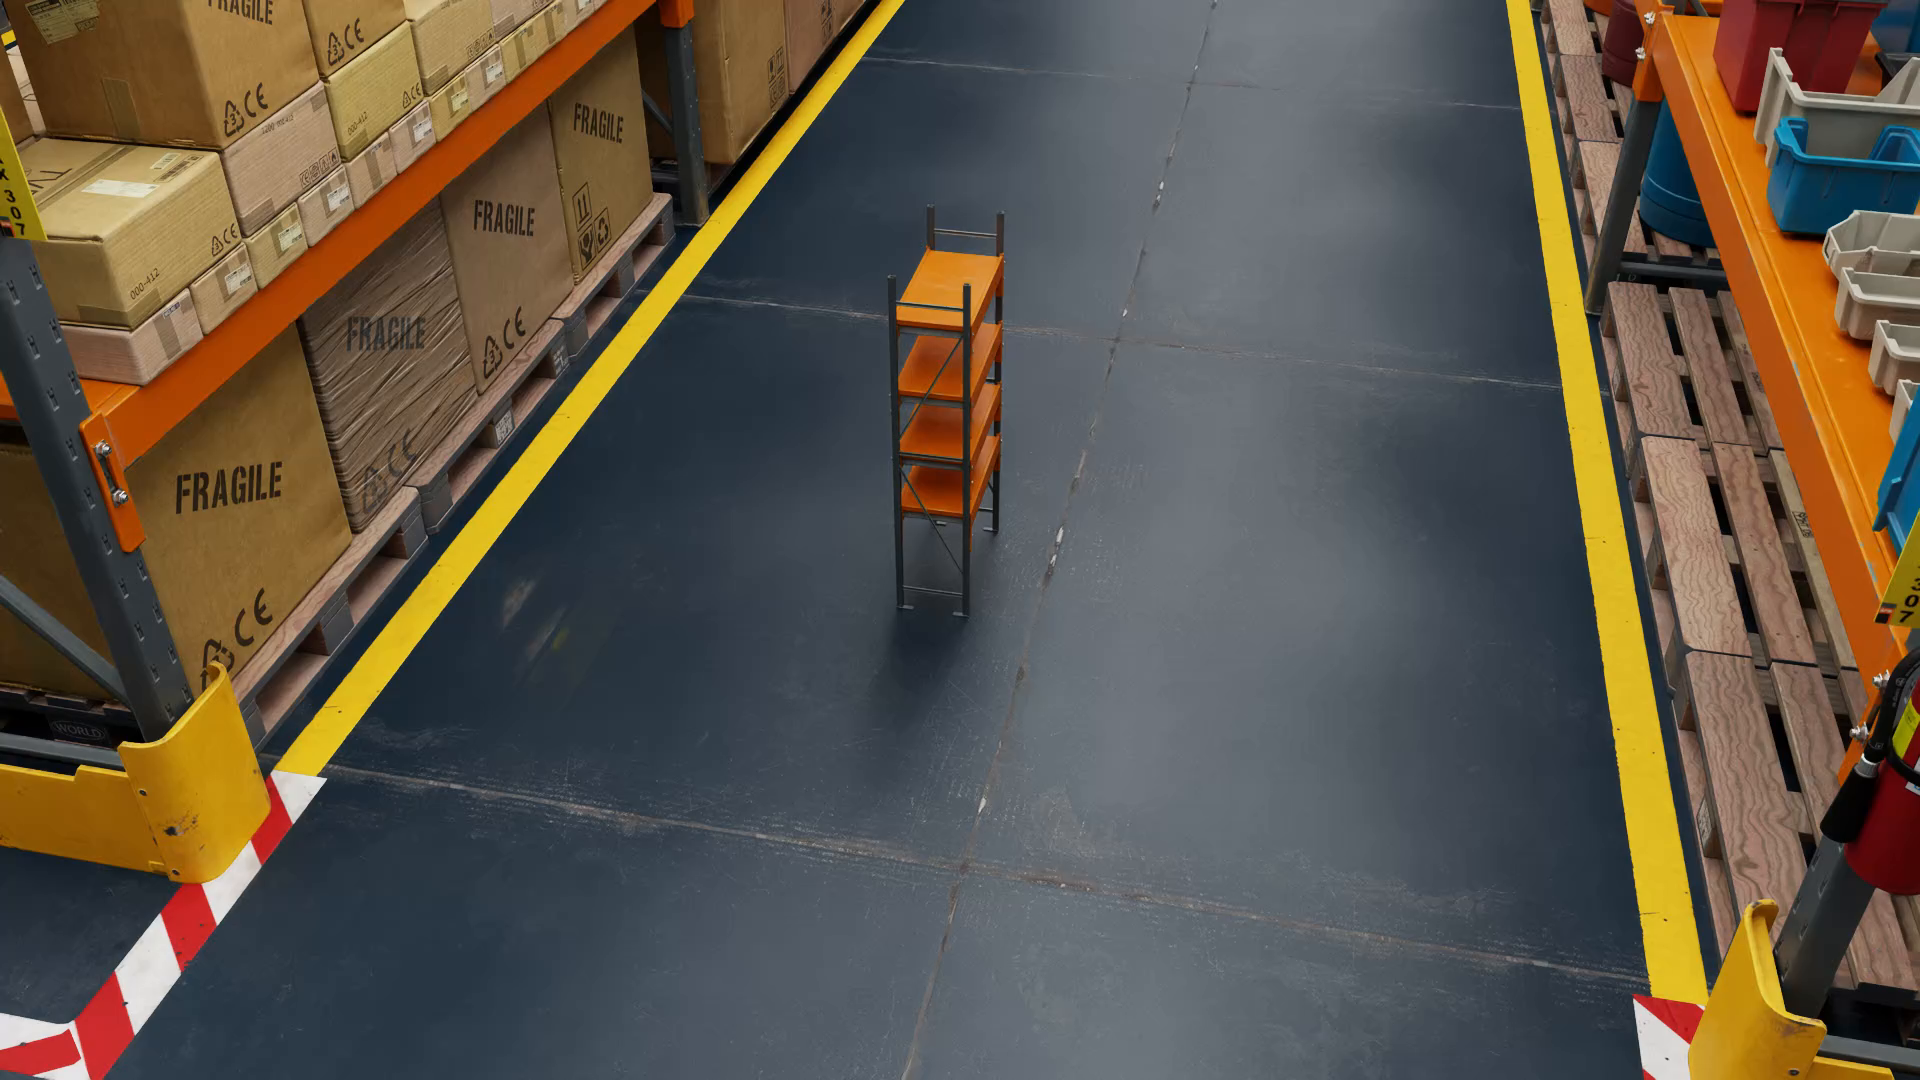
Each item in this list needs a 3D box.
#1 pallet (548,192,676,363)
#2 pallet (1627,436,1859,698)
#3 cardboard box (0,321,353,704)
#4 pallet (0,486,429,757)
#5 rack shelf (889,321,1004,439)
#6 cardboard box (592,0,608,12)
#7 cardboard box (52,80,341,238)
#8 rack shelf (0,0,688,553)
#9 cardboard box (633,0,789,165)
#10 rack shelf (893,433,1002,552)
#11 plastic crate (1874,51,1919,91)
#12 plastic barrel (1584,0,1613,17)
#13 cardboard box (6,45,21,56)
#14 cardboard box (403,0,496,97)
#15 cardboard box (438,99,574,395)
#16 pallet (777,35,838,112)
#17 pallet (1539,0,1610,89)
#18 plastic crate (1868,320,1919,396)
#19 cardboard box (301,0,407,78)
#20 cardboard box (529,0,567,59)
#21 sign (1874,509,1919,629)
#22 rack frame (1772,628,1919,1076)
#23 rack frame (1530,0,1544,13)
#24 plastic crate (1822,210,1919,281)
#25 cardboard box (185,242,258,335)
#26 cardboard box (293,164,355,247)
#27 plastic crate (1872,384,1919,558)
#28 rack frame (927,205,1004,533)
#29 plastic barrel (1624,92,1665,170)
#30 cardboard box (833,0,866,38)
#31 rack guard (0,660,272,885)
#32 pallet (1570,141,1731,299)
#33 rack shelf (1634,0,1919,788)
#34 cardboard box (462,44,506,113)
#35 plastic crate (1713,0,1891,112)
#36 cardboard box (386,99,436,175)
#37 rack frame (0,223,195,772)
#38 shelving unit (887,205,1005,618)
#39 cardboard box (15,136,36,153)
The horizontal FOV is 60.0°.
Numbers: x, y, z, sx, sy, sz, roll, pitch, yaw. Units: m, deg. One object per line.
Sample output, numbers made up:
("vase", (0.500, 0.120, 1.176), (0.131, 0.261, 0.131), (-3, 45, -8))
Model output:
("pallet", (-1.920, -1.204, 7.232), (1.003, 0.211, 1.213), (7, 37, 10))
("pallet", (2.780, 0.118, 5.407), (1.003, 0.211, 1.213), (7, 37, 10))
("cardboard box", (-2.477, -0.153, 4.858), (0.875, 0.875, 0.875), (7, 37, 10))
("pallet", (-2.441, 0.195, 5.302), (1.003, 0.211, 1.213), (7, 37, 10))
("rack shelf", (-0.035, -0.518, 5.175), (0.258, 0.148, 0.480), (7, 37, 10))
("cardboard box", (-1.536, -2.147, 6.370), (0.380, 0.149, 0.250), (7, 36, 9))
("cardboard box", (-2.065, -1.066, 4.539), (0.500, 0.250, 0.500), (7, 37, 9))
("rack shelf", (-2.108, -1.322, 5.630), (1.077, 0.370, 4.000), (7, 37, 10))
("cardboard box", (-1.564, -2.439, 8.011), (1.225, 0.875, 0.875), (7, 37, 10))
("rack shelf", (-0.035, -0.176, 5.423), (0.258, 0.148, 0.480), (7, 37, 10))
("plastic crate", (3.181, -1.376, 5.276), (0.437, 0.125, 0.590), (7, 37, 10))
("plastic barrel", (3.924, -3.441, 9.432), (0.600, 0.830, 0.708), (7, 37, 10))
("cardboard box", (-2.474, -1.420, 5.027), (0.500, 0.250, 0.500), (6, 36, 8))
("cardboard box", (-1.848, -1.654, 5.350), (0.500, 0.250, 0.500), (7, 36, 9))
("cardboard box", (-2.093, -1.185, 6.281), (0.875, 0.875, 0.875), (7, 37, 10))
("pallet", (-1.332, -2.784, 9.411), (1.003, 0.211, 1.213), (7, 37, 10))
("pallet", (3.884, -2.846, 9.496), (1.003, 0.211, 1.213), (7, 37, 10))
("plastic crate", (2.376, -0.417, 3.944), (0.396, 0.136, 0.243), (7, 37, 10))
("cardboard box", (-1.958, -1.655, 4.713), (0.500, 0.500, 0.500), (6, 36, 9))
("cardboard box", (-1.646, -1.852, 5.963), (0.380, 0.149, 0.250), (8, 37, 11))
("sign", (1.762, 0.029, 3.015), (0.100, 0.325, 0.005), (7, 37, 10))
("rack frame", (2.303, 0.155, 2.981), (1.000, 3.000, 0.127), (7, 37, 10))
("rack frame", (4.012, -4.432, 9.309), (1.000, 3.000, 0.127), (7, 37, 10))
("plastic crate", (2.457, -0.752, 4.405), (0.298, 0.136, 0.250), (7, 37, 10))
("cardboard box", (-2.084, -0.674, 4.338), (0.380, 0.149, 0.250), (7, 36, 9))
("cardboard box", (-1.975, -0.970, 4.747), (0.380, 0.149, 0.250), (7, 36, 9))
("plastic crate", (2.192, -0.099, 3.250), (0.616, 0.435, 0.499), (7, 37, 10))
("rack frame", (0.017, -0.531, 5.460), (0.240, 1.200, 0.015), (7, 37, 10))
("plastic barrel", (3.441, -2.175, 7.625), (0.600, 0.901, 0.708), (7, 37, 10))
("cardboard box", (-1.193, -3.459, 9.420), (1.225, 0.875, 0.875), (7, 37, 10))
("rack guard", (-2.541, 0.560, 4.552), (1.175, 0.500, 0.348), (7, 37, 10))
("pallet", (3.363, -1.447, 7.566), (1.003, 0.211, 1.213), (7, 37, 10))
("rack shelf", (2.730, -0.701, 4.774), (1.077, 0.370, 4.000), (7, 37, 10))
("cardboard box", (-1.756, -1.559, 5.559), (0.380, 0.149, 0.250), (8, 37, 11))
("plastic crate", (2.722, -1.708, 5.445), (0.402, 0.464, 0.583), (7, 37, 10))
("cardboard box", (-1.865, -1.264, 5.152), (0.380, 0.149, 0.250), (7, 37, 9))
("rack frame", (-2.536, -0.466, 3.837), (1.000, 3.000, 0.127), (7, 37, 10))
("shelving unit", (-0.035, -0.391, 5.267), (0.258, 1.200, 0.503), (7, 37, 10))
("cardboard box", (-2.691, -0.837, 4.223), (0.500, 0.250, 0.500), (7, 36, 9))
